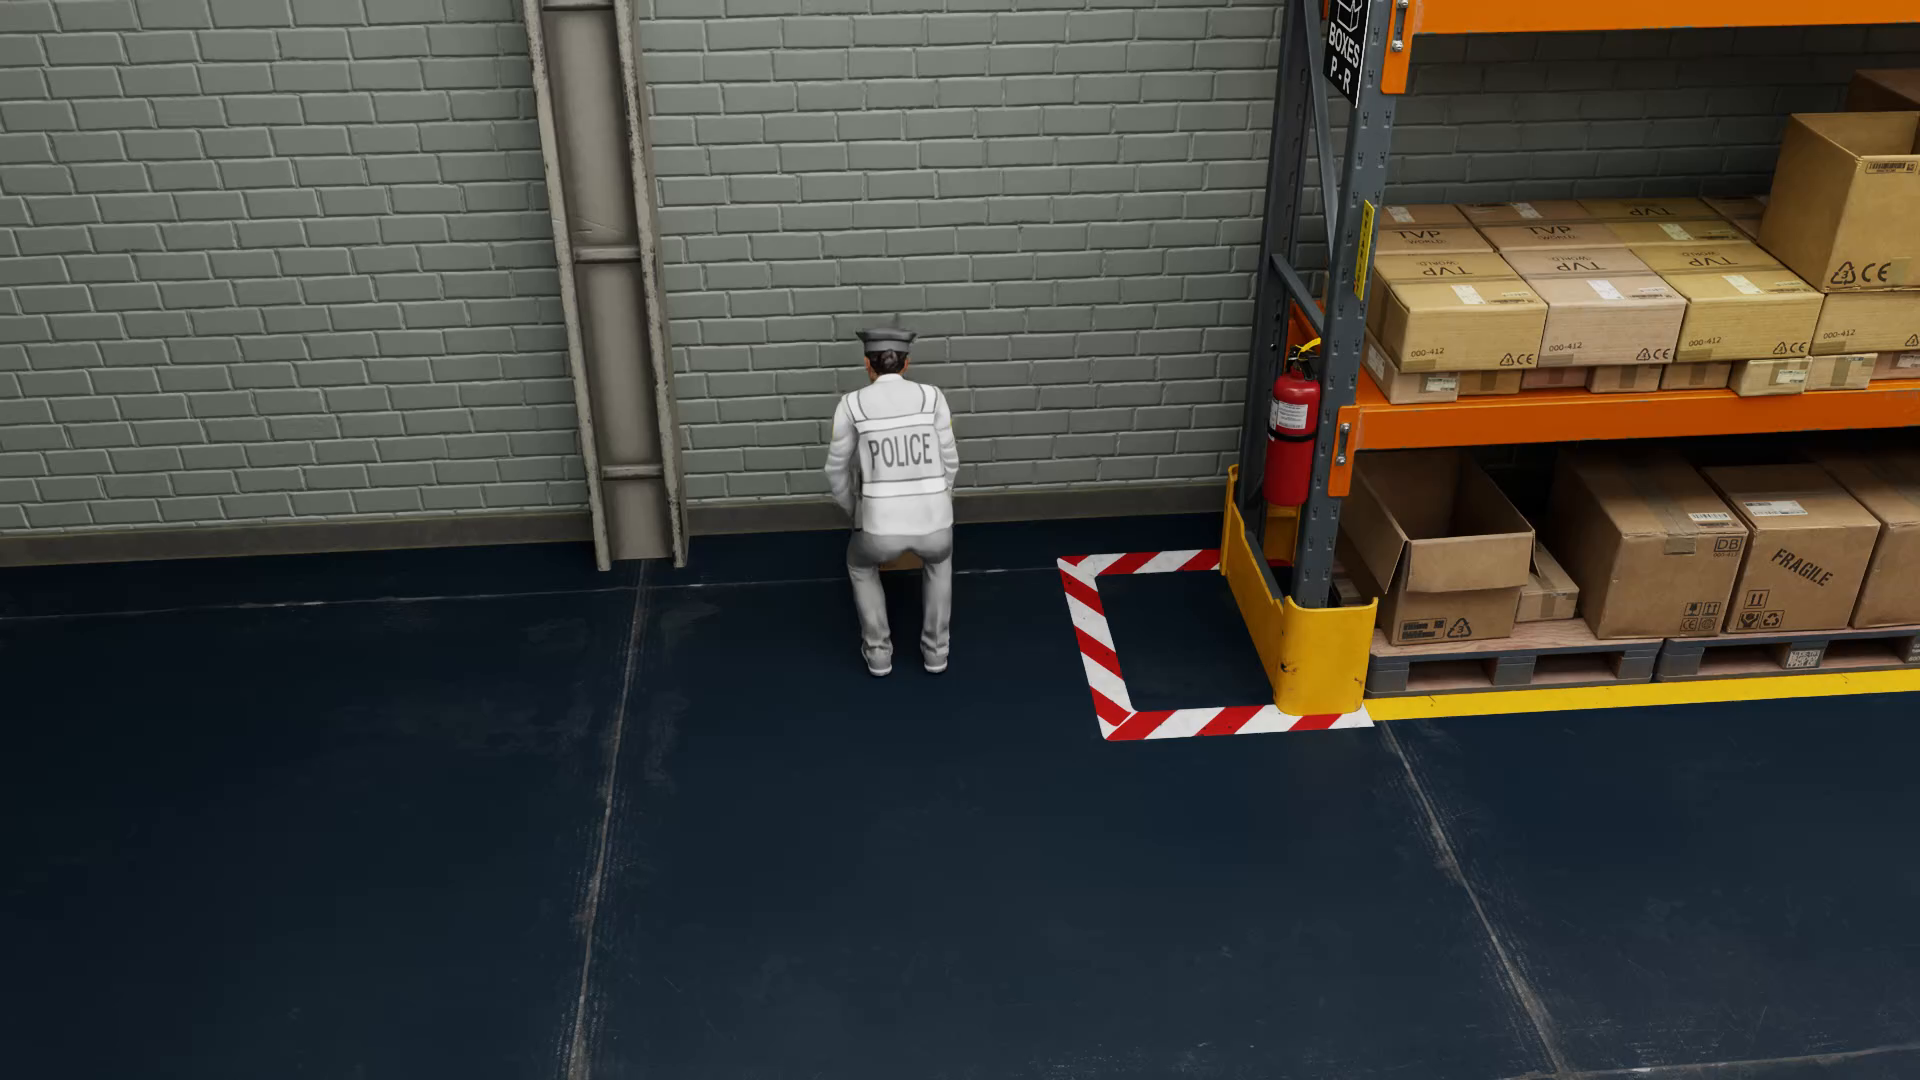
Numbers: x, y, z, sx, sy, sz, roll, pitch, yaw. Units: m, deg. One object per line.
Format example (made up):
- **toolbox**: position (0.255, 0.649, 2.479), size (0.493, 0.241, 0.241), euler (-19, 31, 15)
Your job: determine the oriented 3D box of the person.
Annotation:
- **person**: position (-0.265, -0.136, 6.617), size (0.535, 1.404, 0.691), euler (-3, 31, -4)
